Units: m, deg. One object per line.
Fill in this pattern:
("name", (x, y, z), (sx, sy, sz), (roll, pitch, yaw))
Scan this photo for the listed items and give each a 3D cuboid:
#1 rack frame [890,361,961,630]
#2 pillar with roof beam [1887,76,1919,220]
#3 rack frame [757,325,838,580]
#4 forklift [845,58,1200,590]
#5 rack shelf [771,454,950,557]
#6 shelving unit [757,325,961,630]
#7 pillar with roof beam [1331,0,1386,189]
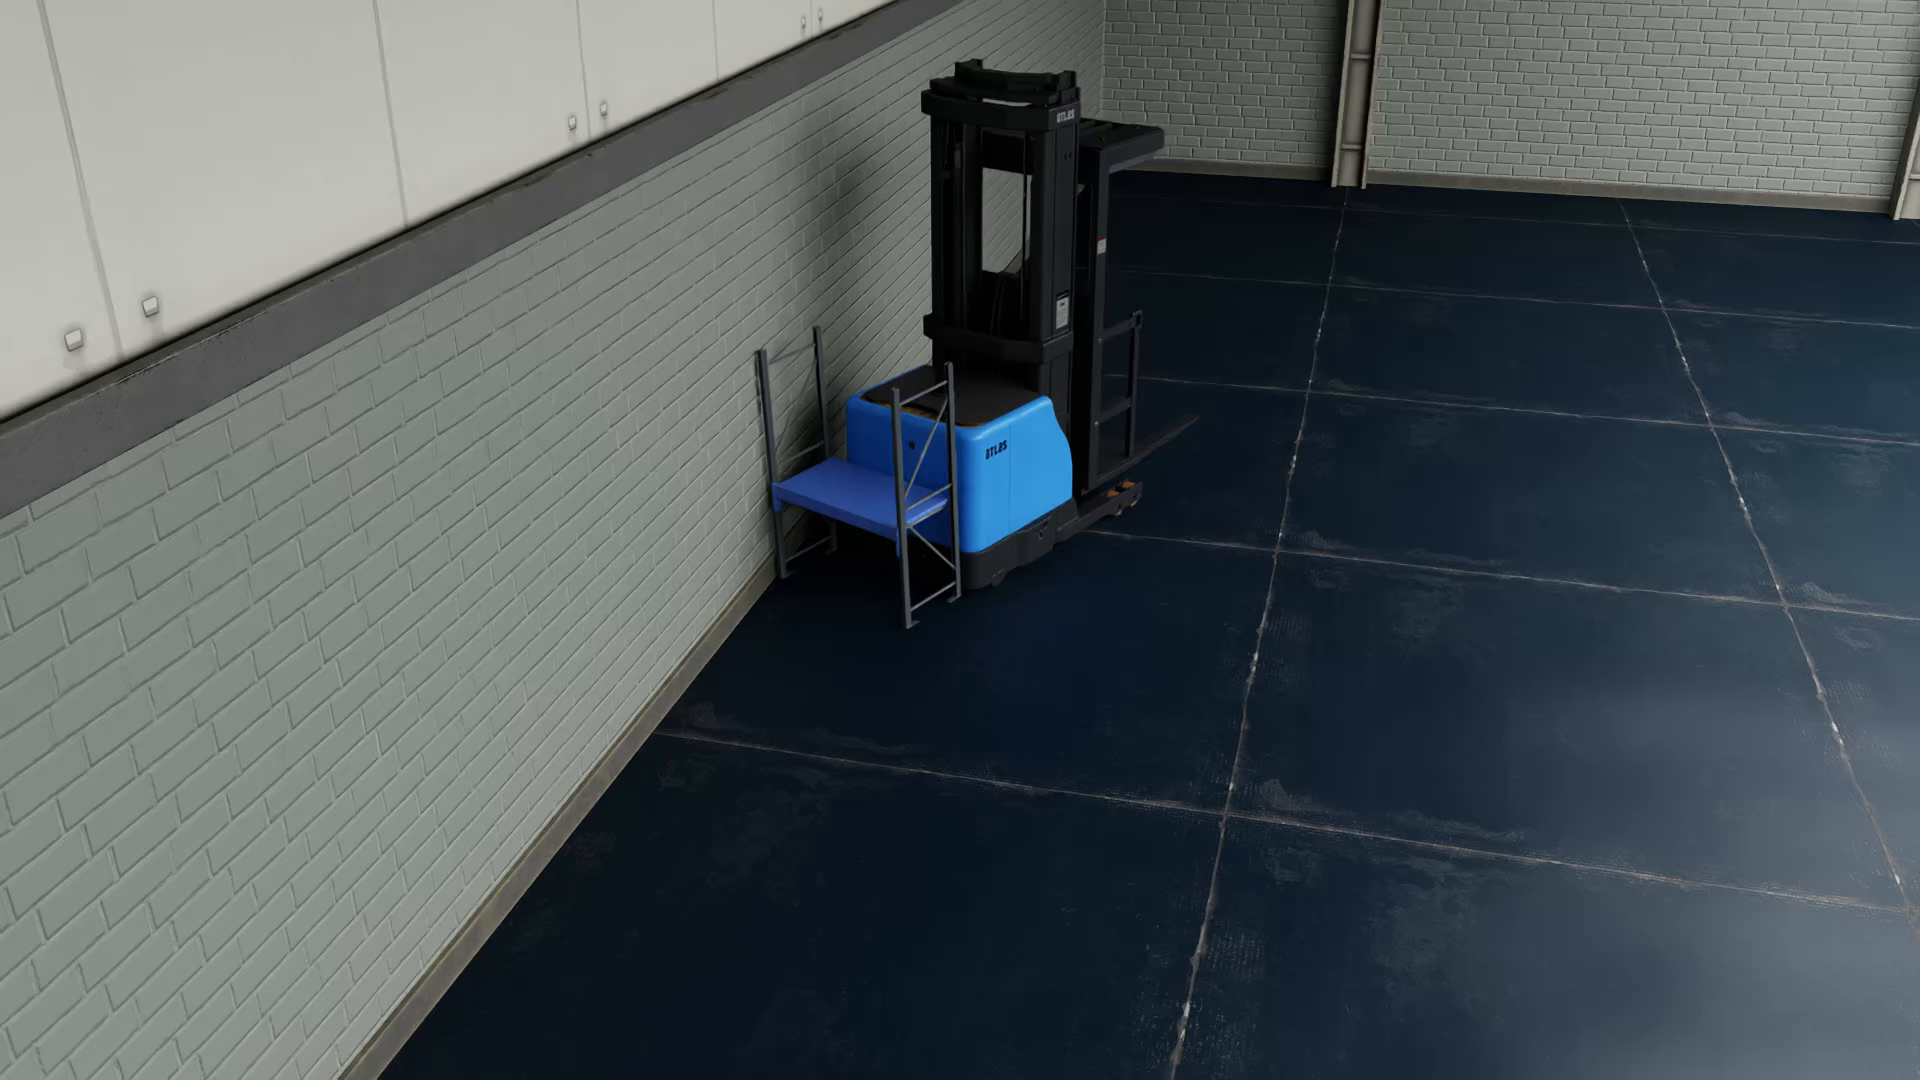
("rack frame", (-0.186, -0.239, 9.479), (0.032, 1.500, 0.500), (19, 34, 35))
("pillar with roof beam", (9.298, -5.798, 12.460), (0.400, 9.000, 9.100), (6, 26, 13))
("rack frame", (-0.972, -0.517, 10.062), (0.032, 1.500, 0.500), (19, 34, 35))
("forklift", (0.576, -1.597, 10.694), (1.130, 2.935, 3.031), (18, 31, 33))
("rack shelf", (-0.574, -0.219, 9.854), (1.000, 0.185, 0.538), (19, 34, 35))
("shelving unit", (-0.579, -0.378, 9.770), (1.048, 1.500, 0.538), (19, 34, 35))
("pillar with roof beam", (3.487, -6.441, 13.809), (0.400, 9.000, 9.100), (6, 26, 13))
